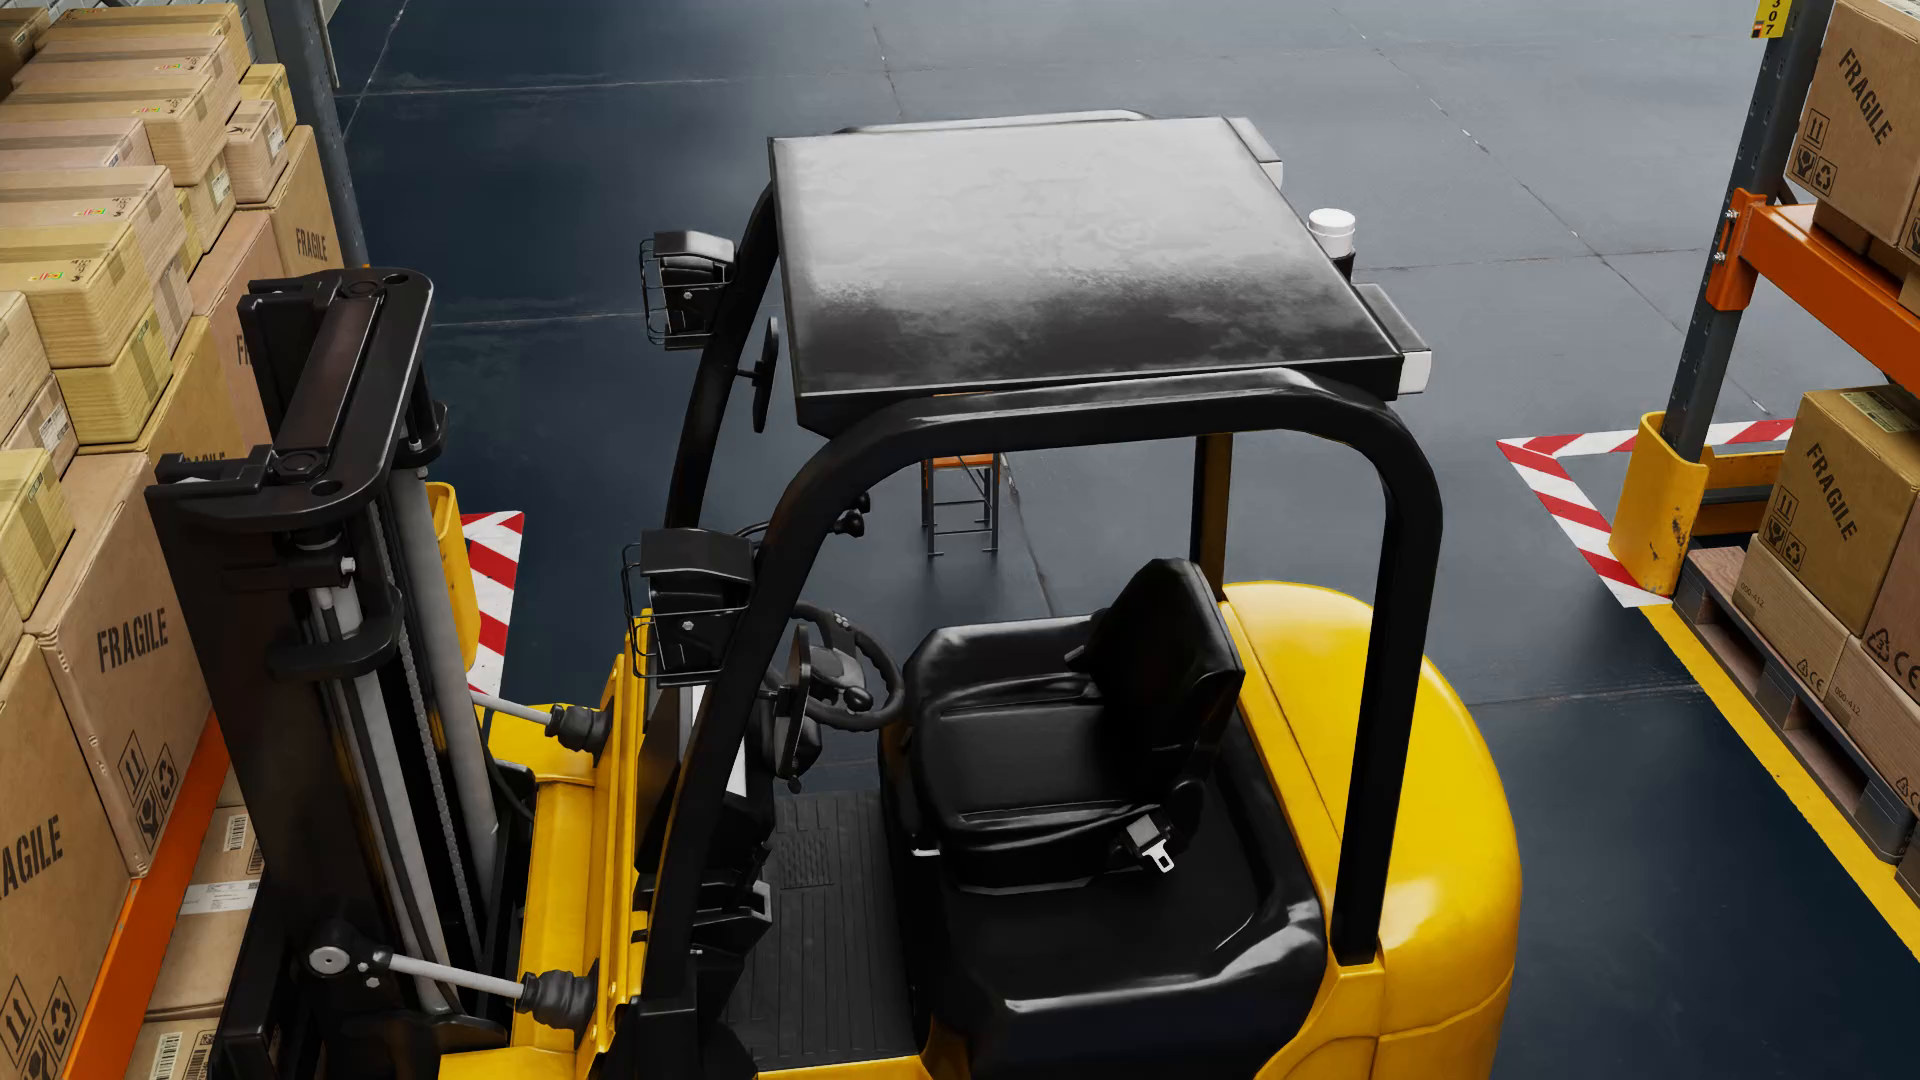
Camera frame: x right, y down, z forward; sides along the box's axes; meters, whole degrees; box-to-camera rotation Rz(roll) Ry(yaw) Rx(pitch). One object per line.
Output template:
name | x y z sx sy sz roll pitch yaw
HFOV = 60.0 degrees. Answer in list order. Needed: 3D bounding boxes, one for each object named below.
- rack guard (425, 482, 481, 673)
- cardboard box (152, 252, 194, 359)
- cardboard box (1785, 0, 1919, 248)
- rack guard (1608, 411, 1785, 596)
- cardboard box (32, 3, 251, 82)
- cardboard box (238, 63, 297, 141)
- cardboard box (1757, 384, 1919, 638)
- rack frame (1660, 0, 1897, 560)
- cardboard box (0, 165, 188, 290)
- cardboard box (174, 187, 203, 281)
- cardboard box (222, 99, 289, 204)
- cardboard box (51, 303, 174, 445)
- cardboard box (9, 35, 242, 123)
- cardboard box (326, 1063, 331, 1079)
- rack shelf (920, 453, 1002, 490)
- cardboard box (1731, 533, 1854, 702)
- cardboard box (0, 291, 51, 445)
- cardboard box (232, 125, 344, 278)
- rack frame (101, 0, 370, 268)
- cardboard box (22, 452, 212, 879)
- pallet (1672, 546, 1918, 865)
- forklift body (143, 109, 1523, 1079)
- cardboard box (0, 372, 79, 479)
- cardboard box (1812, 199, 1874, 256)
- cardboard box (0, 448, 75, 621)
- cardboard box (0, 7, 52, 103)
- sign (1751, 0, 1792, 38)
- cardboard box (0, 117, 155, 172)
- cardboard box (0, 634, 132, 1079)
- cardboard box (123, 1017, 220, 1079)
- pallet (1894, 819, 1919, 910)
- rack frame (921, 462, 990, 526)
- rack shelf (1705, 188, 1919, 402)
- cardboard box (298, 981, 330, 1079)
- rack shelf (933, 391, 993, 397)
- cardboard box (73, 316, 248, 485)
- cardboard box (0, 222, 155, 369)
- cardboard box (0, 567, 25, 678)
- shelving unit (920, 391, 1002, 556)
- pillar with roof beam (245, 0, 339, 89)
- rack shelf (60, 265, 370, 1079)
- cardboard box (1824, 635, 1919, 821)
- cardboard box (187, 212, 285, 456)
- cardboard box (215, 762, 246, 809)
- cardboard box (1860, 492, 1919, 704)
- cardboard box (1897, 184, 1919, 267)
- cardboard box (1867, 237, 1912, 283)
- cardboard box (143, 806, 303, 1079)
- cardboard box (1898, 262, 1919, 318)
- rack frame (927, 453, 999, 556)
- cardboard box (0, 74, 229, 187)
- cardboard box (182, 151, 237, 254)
rack guard | -2.109 0.164 5.066 1.175 0.500 0.348 -4 35 -6
cardboard box | -1.639 -0.419 3.036 0.380 0.149 0.250 -5 35 -8
cardboard box | 2.601 -1.113 4.366 0.500 0.500 0.500 -5 35 -7
rack guard | 2.822 -0.159 5.539 1.175 0.500 0.348 -4 35 -6
cardboard box | -1.849 -1.104 3.778 0.380 0.149 0.250 -4 35 -6
cardboard box | -1.782 -0.993 3.879 0.380 0.149 0.250 -4 34 -6
cardboard box | 2.650 -0.097 4.631 0.500 0.500 0.500 -5 35 -8
rack frame | 2.812 -1.234 4.897 1.000 3.000 0.127 -4 35 -6
cardboard box | -1.618 -0.544 2.955 0.380 0.149 0.250 -4 34 -5
cardboard box | -1.722 -0.564 3.249 0.380 0.149 0.250 -5 35 -7
cardboard box | -1.718 -0.853 3.673 0.380 0.149 0.250 -4 34 -6
cardboard box | -1.585 -0.279 2.831 0.380 0.149 0.250 -4 34 -6
cardboard box | -1.785 -0.969 3.579 0.380 0.149 0.250 -4 35 -6
cardboard box | -1.522 1.191 3.407 0.500 0.250 0.500 -3 34 -5
rack shelf | -0.002 -0.269 5.584 0.258 0.103 0.180 -4 35 -6
cardboard box | 2.646 0.200 4.862 0.500 0.250 0.500 -5 35 -7
cardboard box | -1.637 -0.249 2.523 0.380 0.149 0.250 -4 34 -6
cardboard box | -1.780 -0.643 3.940 0.500 0.500 0.500 -5 35 -7
rack frame | -2.106 -0.856 4.342 1.000 3.000 0.127 -4 35 -6
cardboard box | -1.571 0.213 2.685 0.500 0.500 0.500 -4 34 -6
pallet | 2.896 0.417 4.951 1.003 0.211 1.213 -4 35 -6
forklift body | -0.043 0.415 3.231 2.313 2.155 1.214 -4 35 -6
cardboard box | -1.641 -0.133 2.617 0.380 0.149 0.250 -5 35 -7
cardboard box | 2.653 -0.925 4.667 0.380 0.149 0.250 -4 35 -6
cardboard box | -1.539 0.005 2.415 0.380 0.149 0.250 -5 35 -7
cardboard box | -2.273 -1.085 3.749 0.380 0.149 0.250 -5 35 -7
sign | 2.274 -1.551 4.593 0.100 0.325 0.005 -4 35 -6
cardboard box | -1.763 -0.681 3.156 0.380 0.149 0.250 -4 34 -6
cardboard box | -1.525 0.496 2.270 0.500 0.500 0.500 -5 35 -7
cardboard box | -1.459 1.069 2.698 0.500 0.250 0.500 -3 34 -5
pallet | 3.057 1.096 3.954 1.003 0.211 1.213 -4 35 -6
rack frame | -0.014 -0.555 5.499 0.240 1.200 0.006 -4 35 -6
rack shelf | 3.081 0.179 3.462 1.077 0.370 4.000 -4 35 -6
cardboard box | -1.520 0.995 3.251 0.500 0.250 0.500 -4 35 -7
rack shelf | -0.002 -0.467 5.449 0.258 0.103 0.180 -4 35 -6
cardboard box | -1.650 -0.066 3.095 0.500 0.500 0.500 -5 35 -7
cardboard box | -1.578 -0.400 2.744 0.380 0.149 0.250 -4 34 -5
cardboard box | -1.494 0.153 2.198 0.380 0.149 0.250 -5 35 -8
shelving unit | -0.002 -0.504 5.424 0.258 1.200 0.189 -4 35 -6
pillar with roof beam | 0.553 -6.552 7.374 9.100 9.000 0.400 -4 35 -6
rack shelf | -1.837 0.557 2.907 1.077 0.370 4.000 -4 35 -6
cardboard box | 2.708 0.485 4.443 0.500 0.250 0.500 -3 34 -5
cardboard box | -1.719 -0.352 3.515 0.500 0.500 0.500 -3 34 -5
cardboard box | -1.583 0.492 3.545 0.500 0.250 0.500 -4 34 -6
cardboard box | 2.725 0.195 4.204 0.500 0.500 0.500 -6 35 -8
cardboard box | 2.674 -0.824 3.943 0.500 0.500 0.500 -3 34 -5
cardboard box | 2.701 -0.785 4.461 0.380 0.149 0.250 -4 34 -6
cardboard box | -1.522 0.776 3.129 0.500 0.250 0.500 -5 35 -7
cardboard box | 2.656 -0.631 4.235 0.380 0.149 0.250 -5 35 -8
rack frame | 0.010 -0.453 5.349 0.240 1.200 0.006 -4 35 -6
cardboard box | -1.723 -0.825 3.368 0.380 0.149 0.250 -4 34 -5
cardboard box | -1.744 -0.703 3.454 0.380 0.149 0.250 -4 34 -5
